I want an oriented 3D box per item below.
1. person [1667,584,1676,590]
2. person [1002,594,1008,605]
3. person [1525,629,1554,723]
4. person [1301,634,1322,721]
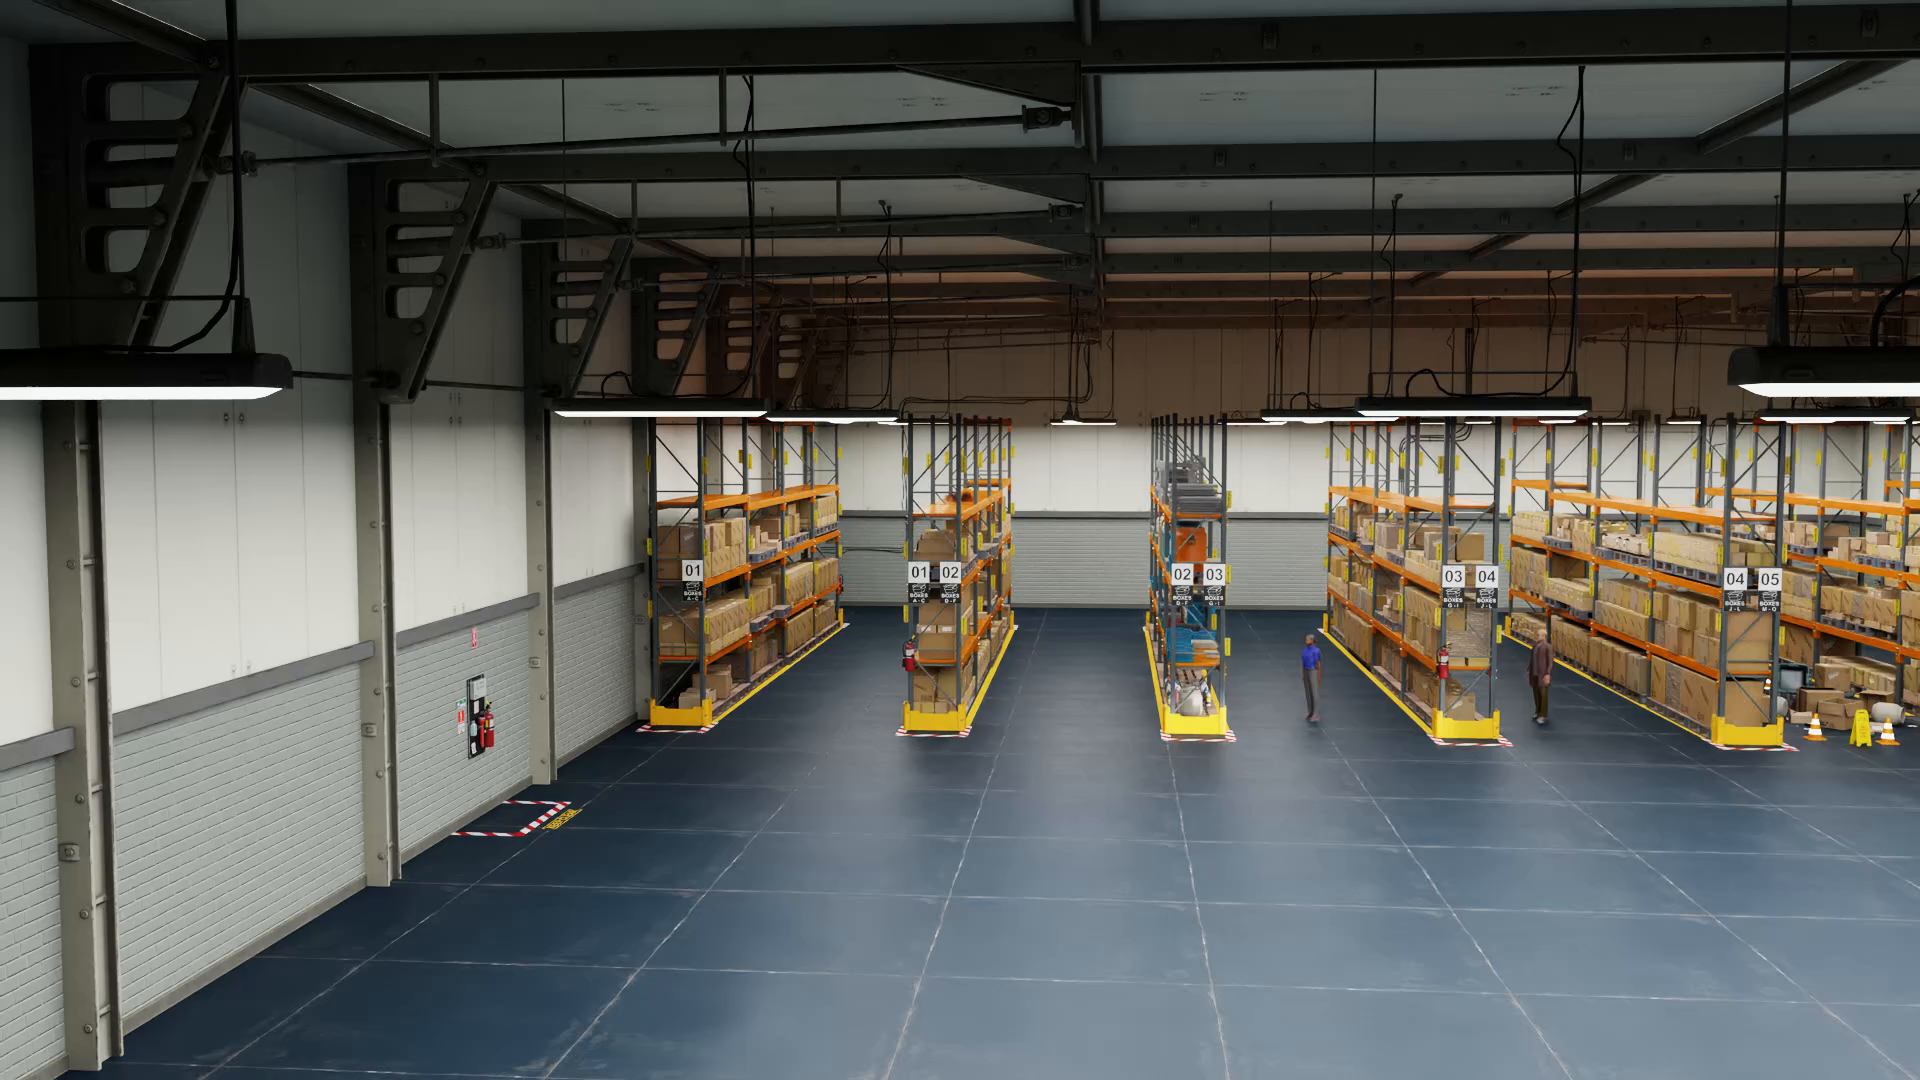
[{"bbox_3d":[18.483,1.960,43.234,0.445,1.729,0.575,1,4,18],"label":"person"},{"bbox_3d":[1.200,1.514,49.895,0.685,1.729,1.040,-2,4,-26],"label":"person"},{"bbox_3d":[11.323,2.656,32.501,0.516,1.819,0.600,-3,5,-34],"label":"person"},{"bbox_3d":[6.903,2.692,32.748,0.409,1.673,0.594,-2,4,-25],"label":"person"}]
